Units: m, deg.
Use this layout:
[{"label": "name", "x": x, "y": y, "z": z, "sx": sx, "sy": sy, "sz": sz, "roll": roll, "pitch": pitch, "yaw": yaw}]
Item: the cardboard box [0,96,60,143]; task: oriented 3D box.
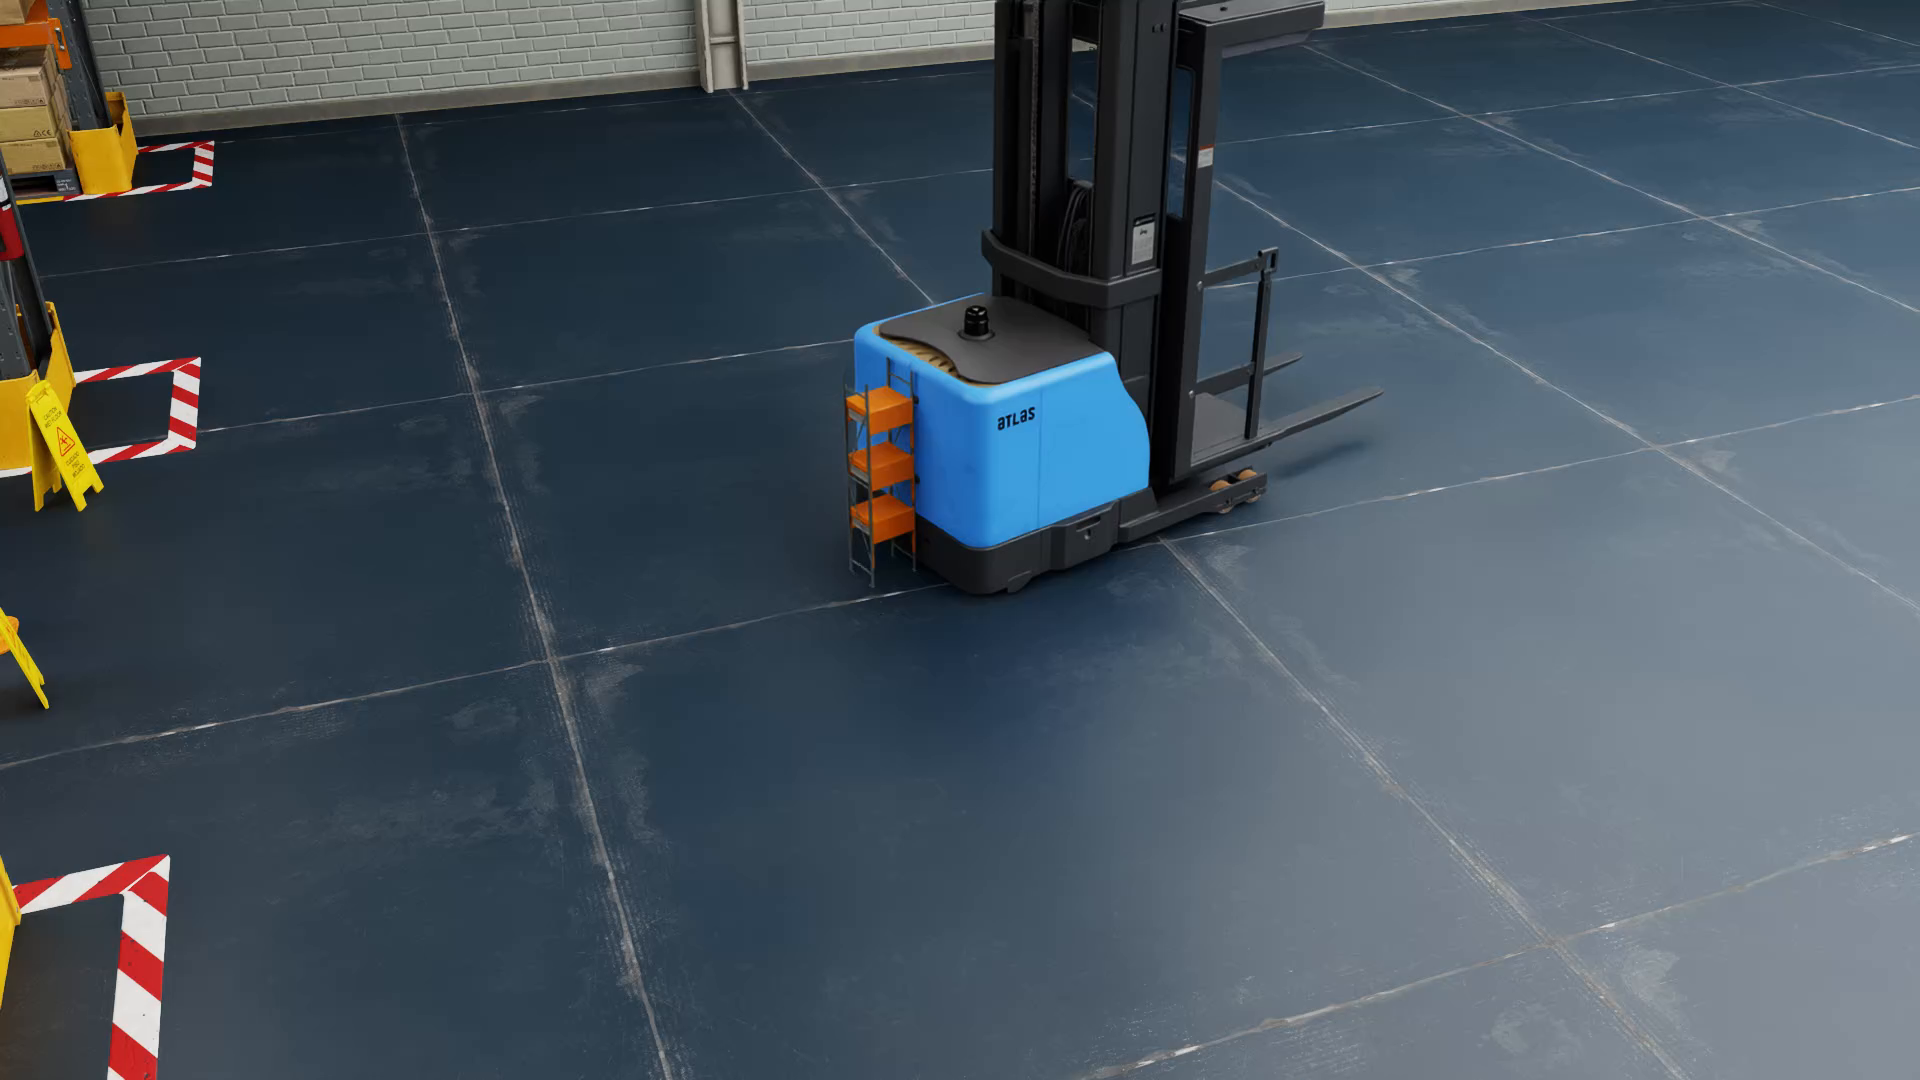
[{"label": "cardboard box", "x": -7.245, "y": -3.256, "z": 12.783, "sx": 0.500, "sy": 0.250, "sz": 0.500, "roll": -11, "pitch": 31, "yaw": -18}]

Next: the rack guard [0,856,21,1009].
[{"label": "rack guard", "x": -3.321, "y": 1.383, "z": 5.317, "sx": 0.348, "sy": 0.500, "sz": 1.175, "roll": -10, "pitch": 31, "yaw": -18}]

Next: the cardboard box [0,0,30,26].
[{"label": "cardboard box", "x": -7.268, "y": -4.117, "z": 12.344, "sx": 0.500, "sy": 0.500, "sz": 0.500, "roll": -11, "pitch": 32, "yaw": -19}]

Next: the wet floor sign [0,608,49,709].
[{"label": "wet floor sign", "x": -4.007, "y": 0.401, "z": 6.895, "sx": 0.232, "sy": 0.644, "sz": 0.267, "roll": -16, "pitch": 33, "yaw": -26}]

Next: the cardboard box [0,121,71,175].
[{"label": "cardboard box", "x": -7.229, "y": -3.040, "z": 12.909, "sx": 0.500, "sy": 0.250, "sz": 0.500, "roll": -10, "pitch": 31, "yaw": -17}]

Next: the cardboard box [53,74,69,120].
[{"label": "cardboard box", "x": -7.411, "y": -3.500, "z": 13.212, "sx": 0.500, "sy": 0.250, "sz": 0.500, "roll": -10, "pitch": 31, "yaw": -17}]

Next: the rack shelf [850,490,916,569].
[{"label": "rack shelf", "x": -0.370, "y": -0.052, "z": 7.864, "sx": 0.240, "sy": 0.259, "sz": 0.215, "roll": -21, "pitch": 36, "yaw": -32}]

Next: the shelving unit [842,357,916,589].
[{"label": "shelving unit", "x": -0.370, "y": -0.303, "z": 7.721, "sx": 0.252, "sy": 1.050, "sz": 0.215, "roll": -21, "pitch": 36, "yaw": -32}]

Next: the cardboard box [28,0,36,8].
[{"label": "cardboard box", "x": -7.459, "y": -4.367, "z": 12.783, "sx": 0.500, "sy": 0.500, "sz": 0.500, "roll": -9, "pitch": 31, "yaw": -16}]

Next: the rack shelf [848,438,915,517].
[{"label": "rack shelf", "x": -0.370, "y": -0.294, "z": 7.727, "sx": 0.240, "sy": 0.259, "sz": 0.215, "roll": -21, "pitch": 36, "yaw": -32}]

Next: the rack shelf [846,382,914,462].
[{"label": "rack shelf", "x": -0.370, "y": -0.540, "z": 7.586, "sx": 0.240, "sy": 0.259, "sz": 0.215, "roll": -21, "pitch": 36, "yaw": -32}]

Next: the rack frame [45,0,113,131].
[{"label": "rack frame", "x": -6.898, "y": -4.280, "z": 12.732, "sx": 0.127, "sy": 3.000, "sz": 1.000, "roll": -10, "pitch": 31, "yaw": -18}]

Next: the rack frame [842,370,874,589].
[{"label": "rack frame", "x": -0.467, "y": -0.267, "z": 7.657, "sx": 0.008, "sy": 1.050, "sz": 0.200, "roll": -21, "pitch": 36, "yaw": -32}]

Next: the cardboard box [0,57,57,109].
[{"label": "cardboard box", "x": -7.221, "y": -3.478, "z": 12.668, "sx": 0.500, "sy": 0.250, "sz": 0.500, "roll": -9, "pitch": 31, "yaw": -16}]

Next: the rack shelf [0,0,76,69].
[{"label": "rack shelf", "x": -8.773, "y": -3.622, "z": 12.304, "sx": 4.000, "sy": 0.370, "sz": 1.077, "roll": -10, "pitch": 31, "yaw": -18}]

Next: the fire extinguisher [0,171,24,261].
[{"label": "fire extinguisher", "x": -4.896, "y": -1.750, "z": 8.370, "sx": 0.183, "sy": 0.674, "sz": 0.296, "roll": -10, "pitch": 31, "yaw": -18}]

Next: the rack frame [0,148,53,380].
[{"label": "rack frame", "x": -5.164, "y": -1.978, "z": 8.691, "sx": 0.127, "sy": 3.000, "sz": 1.000, "roll": -10, "pitch": 31, "yaw": -18}]

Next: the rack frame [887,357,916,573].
[{"label": "rack frame", "x": -0.273, "y": -0.340, "z": 7.785, "sx": 0.008, "sy": 1.050, "sz": 0.200, "roll": -21, "pitch": 36, "yaw": -32}]

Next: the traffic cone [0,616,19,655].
[{"label": "traffic cone", "x": -4.411, "y": 0.254, "z": 7.337, "sx": 0.334, "sy": 0.463, "sz": 0.336, "roll": -10, "pitch": 31, "yaw": -18}]

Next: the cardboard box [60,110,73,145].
[{"label": "cardboard box", "x": -7.427, "y": -3.274, "z": 13.319, "sx": 0.500, "sy": 0.250, "sz": 0.500, "roll": -10, "pitch": 31, "yaw": -17}]

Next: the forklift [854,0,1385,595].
[{"label": "forklift", "x": 0.965, "y": -1.597, "z": 8.092, "sx": 3.031, "sy": 2.935, "sz": 1.130, "roll": -21, "pitch": 36, "yaw": -32}]

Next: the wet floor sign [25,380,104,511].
[{"label": "wet floor sign", "x": -4.613, "y": -0.491, "z": 8.460, "sx": 0.232, "sy": 0.644, "sz": 0.267, "roll": 0, "pitch": 30, "yaw": 0}]

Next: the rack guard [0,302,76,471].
[{"label": "rack guard", "x": -5.235, "y": -0.878, "z": 9.287, "sx": 0.348, "sy": 0.500, "sz": 1.175, "roll": -10, "pitch": 31, "yaw": -18}]

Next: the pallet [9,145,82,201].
[{"label": "pallet", "x": -7.600, "y": -2.917, "z": 13.157, "sx": 1.213, "sy": 0.211, "sz": 1.003, "roll": -10, "pitch": 31, "yaw": -18}]

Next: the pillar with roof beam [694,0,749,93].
[{"label": "pillar with roof beam", "x": -0.741, "y": -6.223, "z": 10.082, "sx": 0.400, "sy": 9.000, "sz": 9.100, "roll": -10, "pitch": 31, "yaw": -18}]

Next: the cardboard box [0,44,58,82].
[{"label": "cardboard box", "x": -7.415, "y": -3.707, "z": 13.070, "sx": 0.500, "sy": 0.250, "sz": 0.500, "roll": -11, "pitch": 31, "yaw": -18}]

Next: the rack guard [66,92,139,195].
[{"label": "rack guard", "x": -6.876, "y": -3.198, "z": 13.358, "sx": 0.348, "sy": 0.500, "sz": 1.175, "roll": -10, "pitch": 31, "yaw": -18}]
